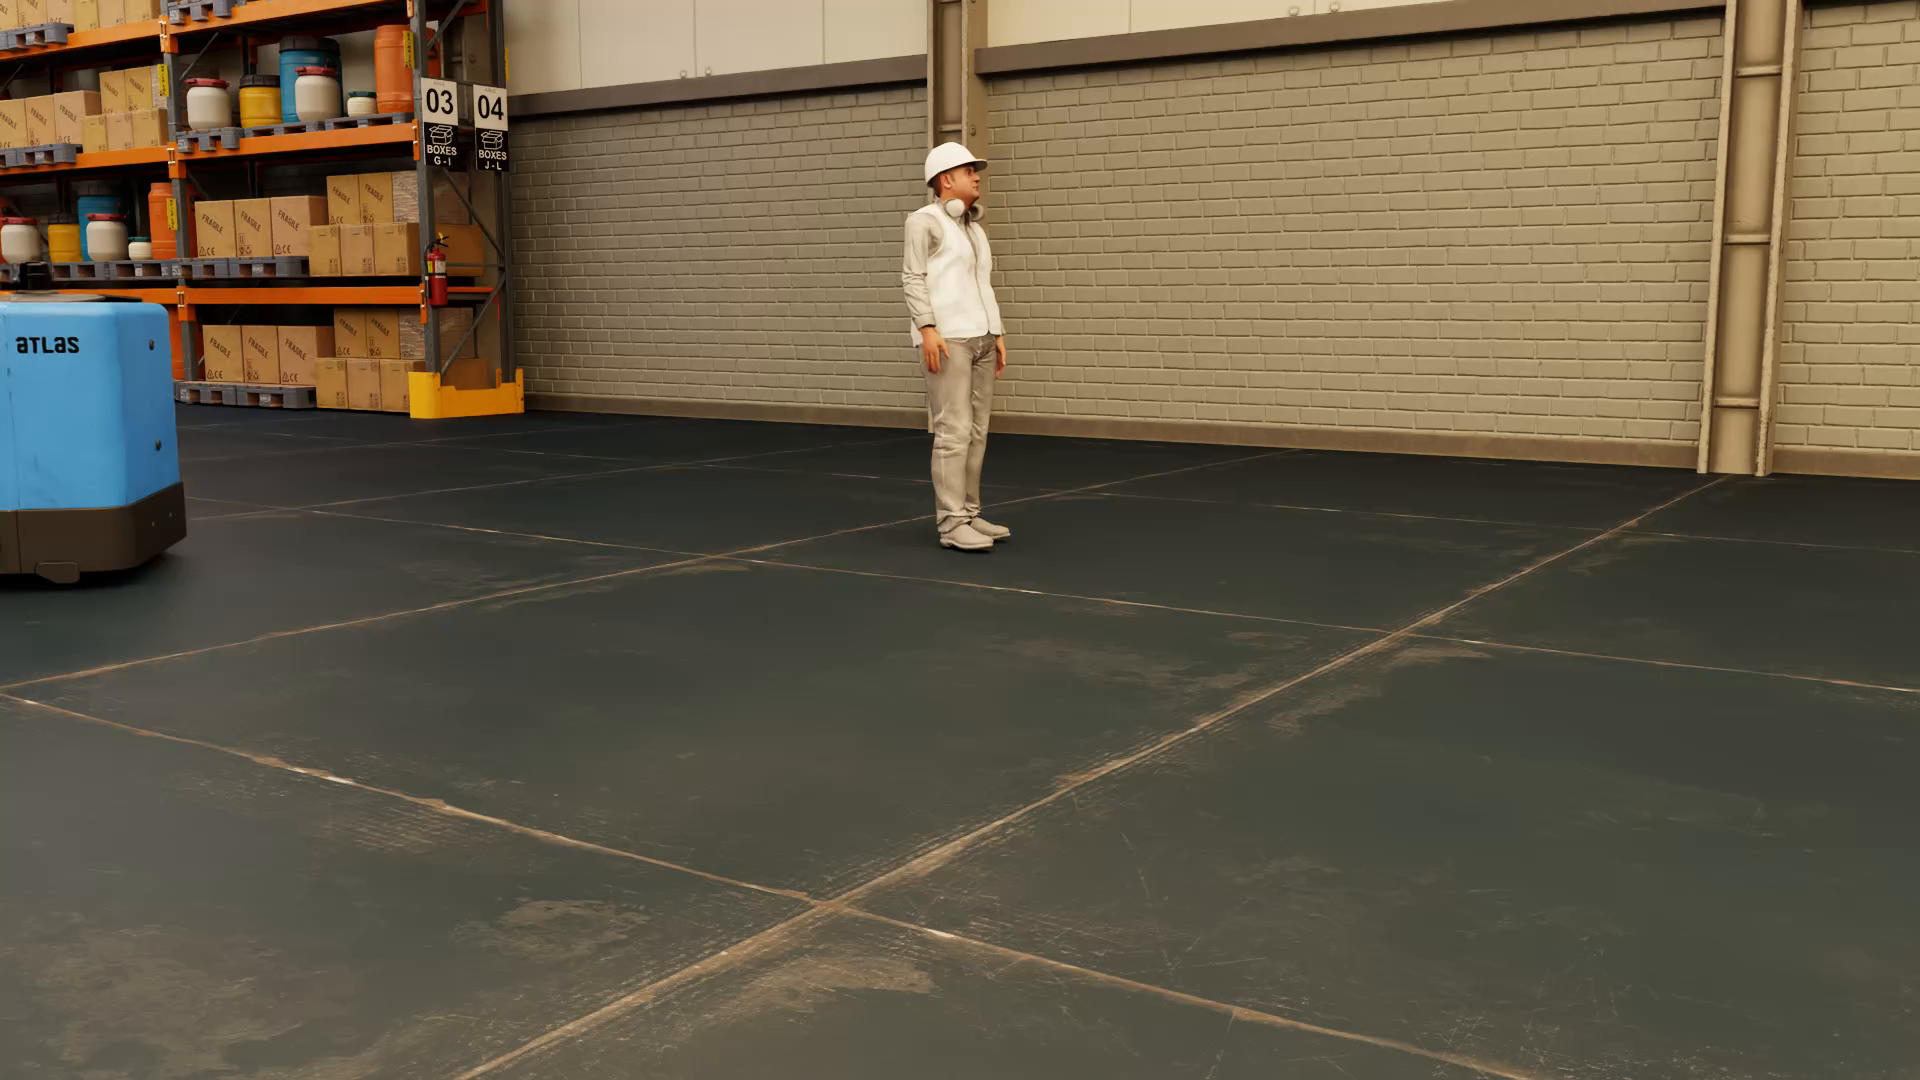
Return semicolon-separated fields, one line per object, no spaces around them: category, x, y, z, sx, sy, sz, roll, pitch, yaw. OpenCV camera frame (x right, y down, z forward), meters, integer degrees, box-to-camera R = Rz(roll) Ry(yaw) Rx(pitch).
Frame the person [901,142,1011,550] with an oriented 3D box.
person;0.048;-0.879;7.437;0.566;1.775;0.633;5;10;34

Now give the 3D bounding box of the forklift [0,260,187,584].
forklift;-4.725;-1.288;6.248;3.031;2.935;1.130;-2;8;-13
